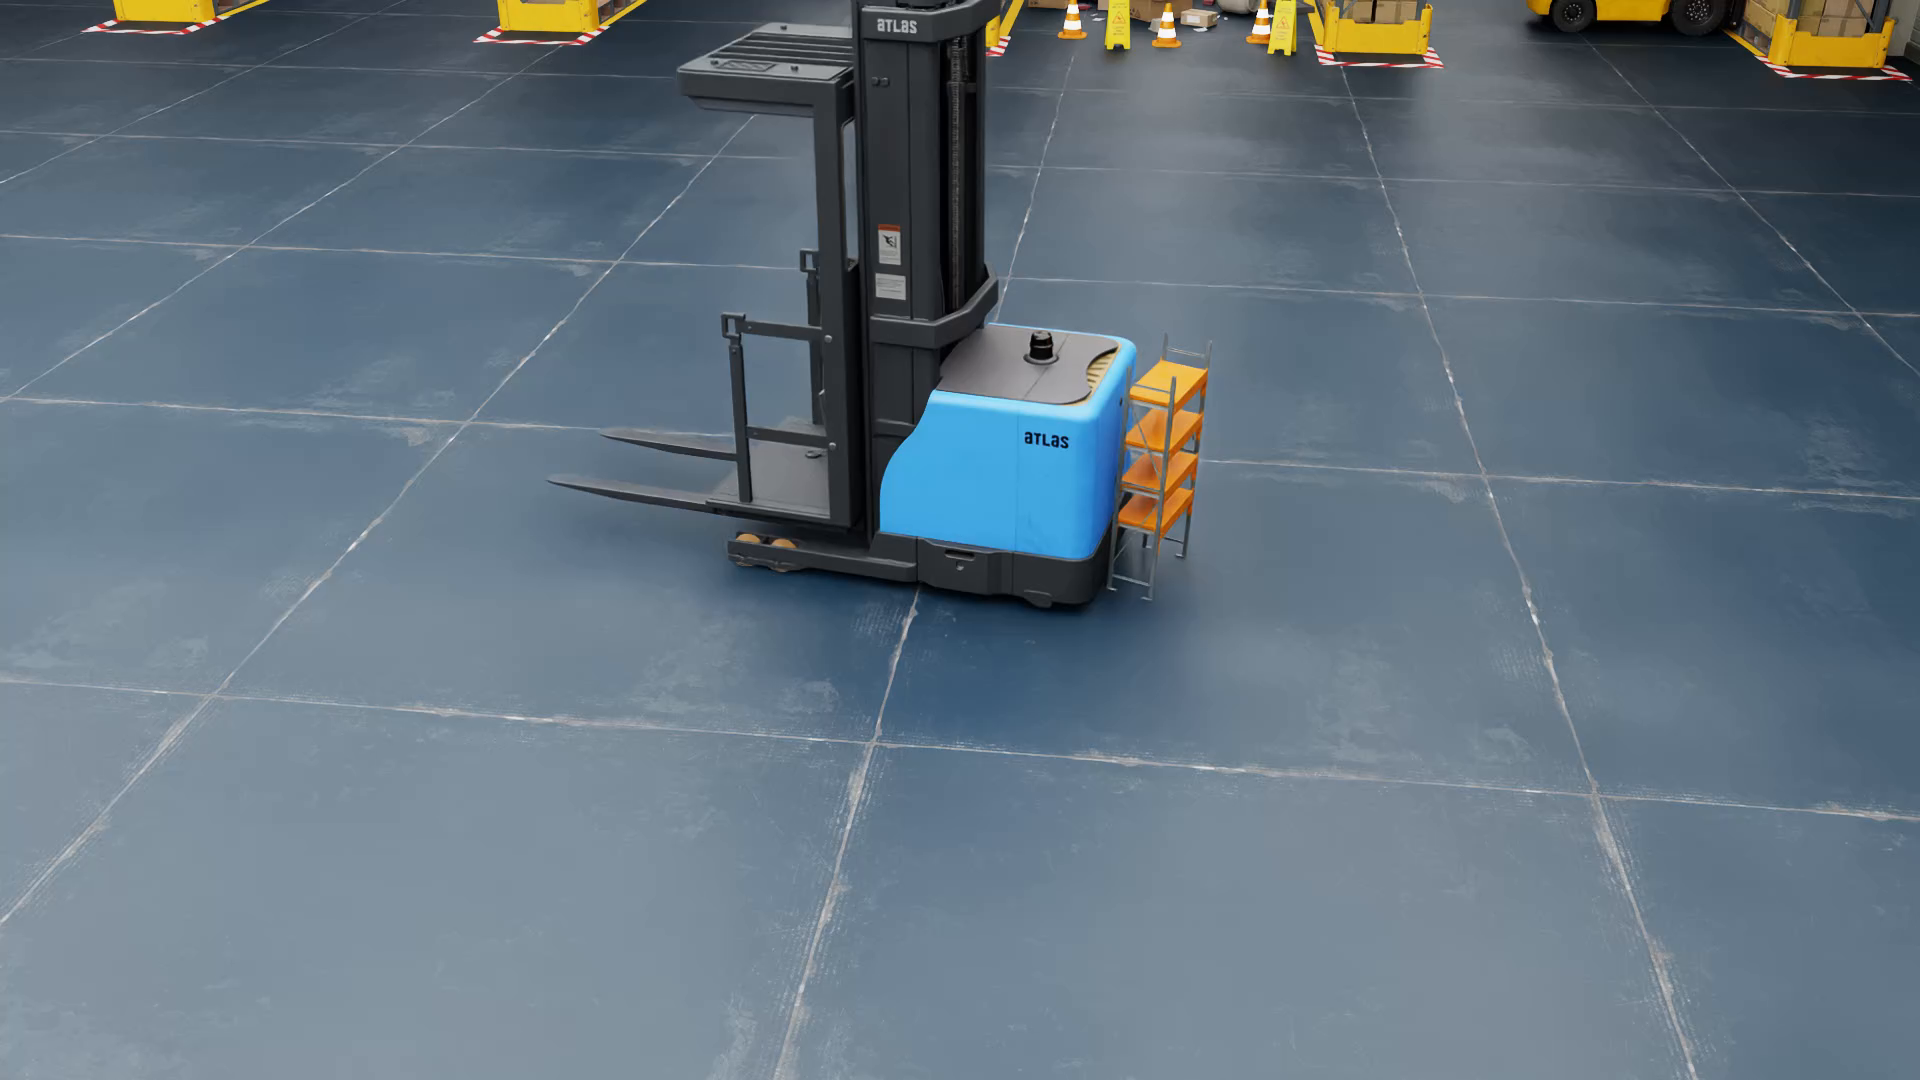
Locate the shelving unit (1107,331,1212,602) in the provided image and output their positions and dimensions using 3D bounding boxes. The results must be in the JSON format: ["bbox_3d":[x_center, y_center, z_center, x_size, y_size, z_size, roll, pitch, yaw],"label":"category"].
[{"bbox_3d":[0.971,-0.355,8.133,0.258,1.200,0.503,15,32,22],"label":"shelving unit"}]

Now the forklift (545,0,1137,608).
[{"bbox_3d":[-0.674,-1.355,8.174,3.031,2.935,1.130,8,29,15],"label":"forklift"}]

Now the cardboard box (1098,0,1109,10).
[{"bbox_3d":[1.986,-6.982,21.431,0.396,0.266,0.258,8,29,15],"label":"cardboard box"}]

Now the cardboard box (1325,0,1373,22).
[{"bbox_3d":[4.638,-6.361,19.851,0.500,0.250,0.500,3,28,6],"label":"cardboard box"}]

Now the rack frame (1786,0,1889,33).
[{"bbox_3d":[9.730,-6.693,18.010,1.000,3.000,0.127,3,28,6],"label":"rack frame"}]

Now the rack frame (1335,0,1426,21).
[{"bbox_3d":[4.803,-6.979,18.542,1.000,3.000,0.127,3,28,6],"label":"rack frame"}]

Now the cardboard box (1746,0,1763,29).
[{"bbox_3d":[9.545,-6.140,19.441,0.500,0.250,0.500,3,28,6],"label":"cardboard box"}]

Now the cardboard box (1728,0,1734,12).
[{"bbox_3d":[9.656,-6.621,20.333,0.500,0.250,0.500,4,29,8],"label":"cardboard box"}]

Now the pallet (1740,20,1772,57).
[{"bbox_3d":[9.782,-5.827,19.344,1.003,0.211,1.213,3,28,6],"label":"pallet"}]

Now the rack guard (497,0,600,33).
[{"bbox_3d":[-5.023,-6.490,20.270,1.175,0.500,0.348,3,28,6],"label":"rack guard"}]

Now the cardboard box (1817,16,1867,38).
[{"bbox_3d":[9.984,-5.887,18.971,0.500,0.250,0.500,3,29,6],"label":"cardboard box"}]

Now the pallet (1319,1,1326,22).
[{"bbox_3d":[5.099,-6.740,21.039,1.003,0.211,1.213,3,28,6],"label":"pallet"}]

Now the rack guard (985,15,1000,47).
[{"bbox_3d":[-0.125,-6.108,19.560,1.175,0.500,0.348,3,28,6],"label":"rack guard"}]

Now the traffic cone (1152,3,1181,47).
[{"bbox_3d":[2.433,-6.044,19.481,0.336,0.463,0.334,3,28,6],"label":"traffic cone"}]

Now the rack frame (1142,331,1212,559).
[{"bbox_3d":[1.080,-0.459,8.325,0.240,1.200,0.015,15,32,22],"label":"rack frame"}]

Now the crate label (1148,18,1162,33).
[{"bbox_3d":[2.467,-6.275,20.252,0.250,0.136,0.298,-11,30,-20],"label":"crate label"}]

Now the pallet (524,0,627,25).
[{"bbox_3d":[-4.888,-6.744,21.045,1.003,0.211,1.213,3,28,6],"label":"pallet"}]

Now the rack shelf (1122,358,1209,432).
[{"bbox_3d":[0.985,-0.698,7.941,0.258,0.148,0.480,15,32,22],"label":"rack shelf"}]

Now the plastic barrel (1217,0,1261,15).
[{"bbox_3d":[3.554,-6.905,21.121,0.421,0.421,0.512,-24,36,-37],"label":"plastic barrel"}]

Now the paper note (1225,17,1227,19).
[{"bbox_3d":[3.344,-6.561,20.918,0.032,0.001,0.123,3,28,6],"label":"paper note"}]

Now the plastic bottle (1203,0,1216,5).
[{"bbox_3d":[3.274,-7.070,21.809,0.133,0.061,0.283,8,29,15],"label":"plastic bottle"}]

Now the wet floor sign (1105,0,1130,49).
[{"bbox_3d":[1.840,-6.054,19.307,0.267,0.644,0.232,-1,28,-3],"label":"wet floor sign"}]

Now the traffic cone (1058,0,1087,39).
[{"bbox_3d":[1.353,-6.270,19.900,0.336,0.463,0.334,3,28,6],"label":"traffic cone"}]

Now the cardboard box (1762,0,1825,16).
[{"bbox_3d":[9.480,-6.134,18.903,0.500,0.250,0.500,3,28,6],"label":"cardboard box"}]

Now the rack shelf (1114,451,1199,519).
[{"bbox_3d":[0.968,-0.297,8.166,0.258,0.148,0.480,15,32,22],"label":"rack shelf"}]

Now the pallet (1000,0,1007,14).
[{"bbox_3d":[0.051,-6.945,21.419,1.003,0.211,1.213,3,28,6],"label":"pallet"}]

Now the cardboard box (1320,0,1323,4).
[{"bbox_3d":[4.765,-6.840,20.740,0.500,0.250,0.500,2,28,4],"label":"cardboard box"}]

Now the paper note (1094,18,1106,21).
[{"bbox_3d":[1.750,-6.531,20.843,0.144,0.017,0.142,14,31,24],"label":"paper note"}]

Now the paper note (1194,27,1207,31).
[{"bbox_3d":[2.944,-6.233,20.287,0.148,0.019,0.142,-6,29,-11],"label":"paper note"}]

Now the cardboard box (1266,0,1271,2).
[{"bbox_3d":[3.812,-7.337,21.840,0.500,0.500,0.500,-24,36,-37],"label":"cardboard box"}]

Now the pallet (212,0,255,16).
[{"bbox_3d":[-9.880,-7.036,21.588,1.003,0.211,1.213,3,28,6],"label":"pallet"}]
